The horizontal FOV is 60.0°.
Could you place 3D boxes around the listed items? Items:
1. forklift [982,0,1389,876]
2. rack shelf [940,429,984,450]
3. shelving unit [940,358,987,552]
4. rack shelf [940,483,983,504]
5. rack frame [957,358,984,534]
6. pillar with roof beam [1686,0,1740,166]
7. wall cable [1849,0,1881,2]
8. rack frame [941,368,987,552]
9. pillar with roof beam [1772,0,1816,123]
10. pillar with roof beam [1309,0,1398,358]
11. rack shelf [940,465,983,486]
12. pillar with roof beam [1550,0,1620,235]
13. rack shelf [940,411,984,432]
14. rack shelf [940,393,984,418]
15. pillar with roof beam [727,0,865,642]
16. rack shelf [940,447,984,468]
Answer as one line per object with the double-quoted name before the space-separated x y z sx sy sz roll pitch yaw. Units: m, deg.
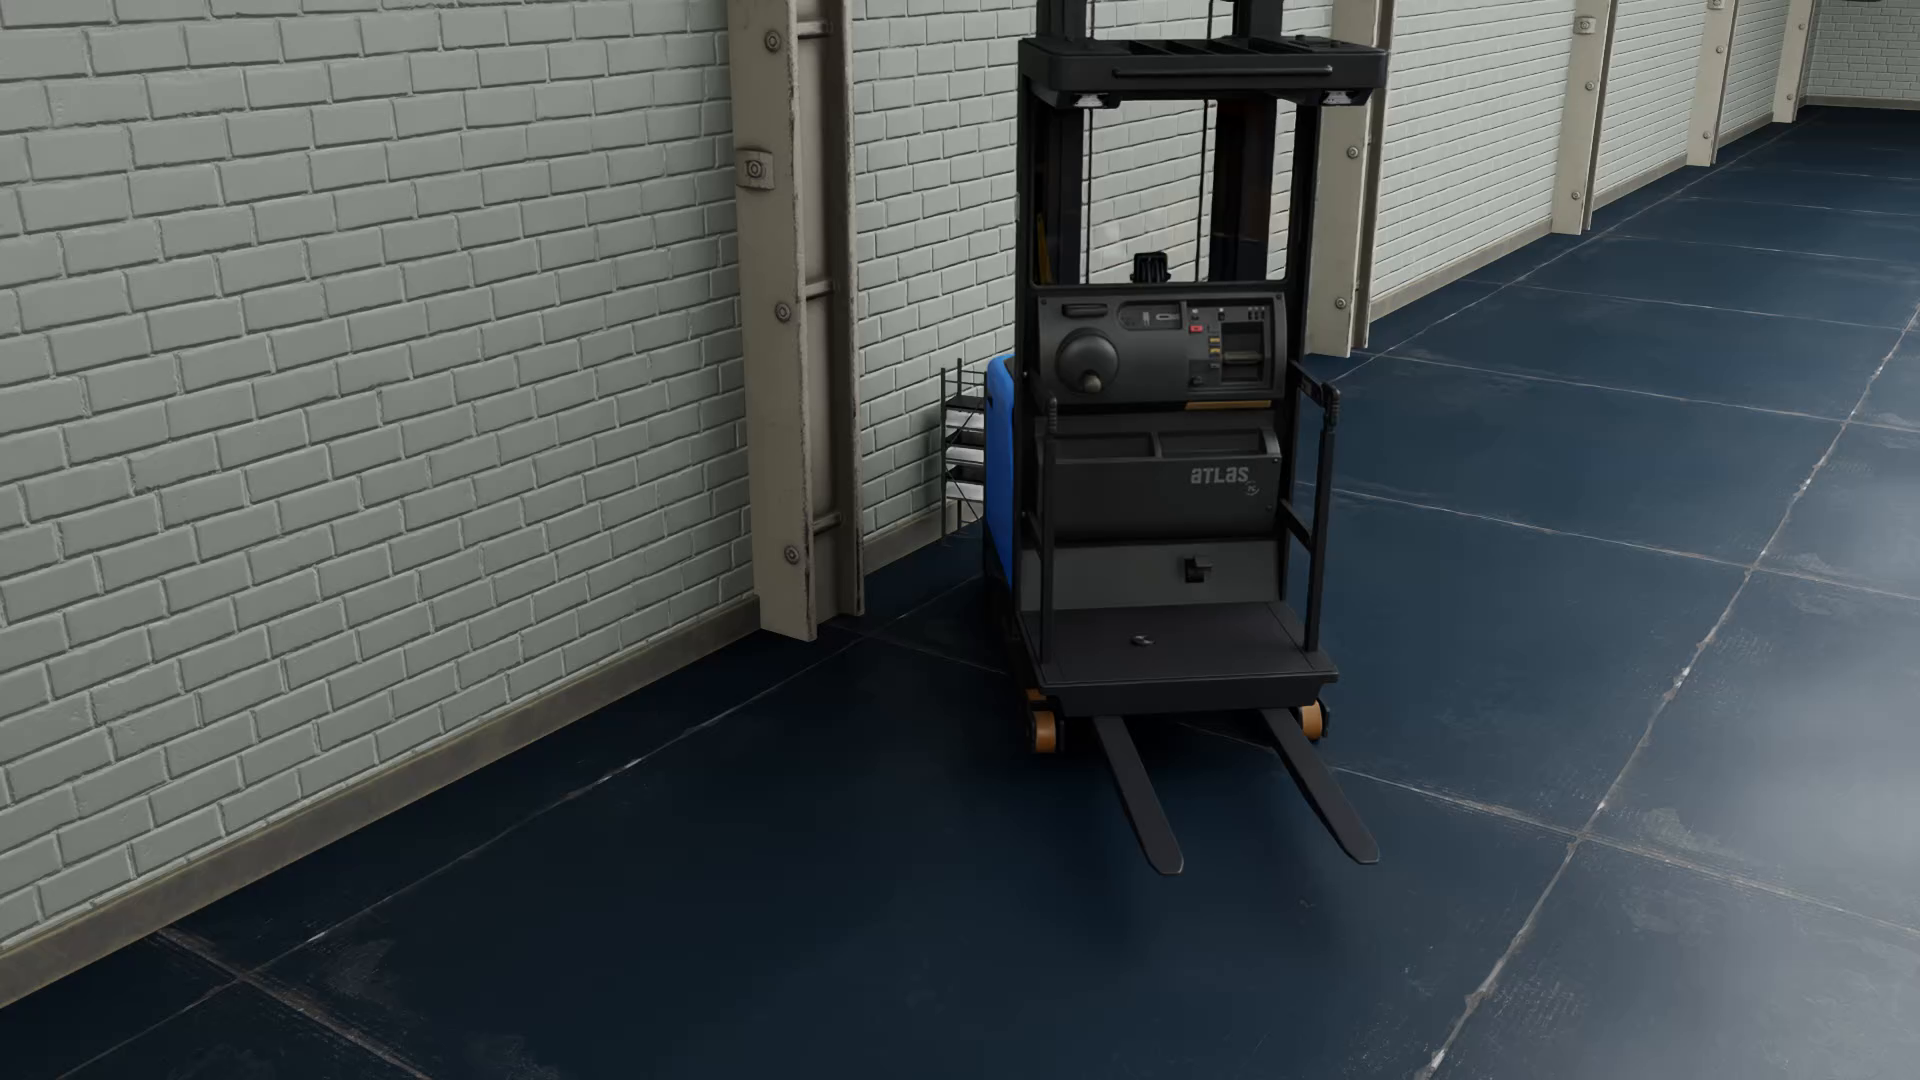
"forklift" 0.773 -0.707 5.952 1.130 2.935 3.031 -2 20 -6
"rack shelf" 0.060 -0.464 8.058 0.258 0.077 0.200 8 22 21
"shelving unit" 0.060 -0.411 8.077 0.258 0.900 0.210 8 22 21
"rack shelf" 0.060 -0.210 8.151 0.258 0.077 0.200 8 22 21
"rack frame" 0.099 -0.443 8.166 0.240 0.900 0.006 8 22 21
"pillar with roof beam" 13.022 -8.197 17.454 9.100 9.000 0.400 13 24 32
"wall cable" 15.584 -9.889 26.505 3.097 2.526 0.112 13 24 32
"rack frame" 0.021 -0.378 7.989 0.240 0.900 0.006 8 22 21
"pillar with roof beam" 16.395 -9.919 22.108 9.100 9.000 0.400 13 24 32
"pillar with roof beam" 6.276 -4.754 8.146 9.100 9.000 0.400 13 24 32
"rack shelf" 0.060 -0.295 8.120 0.258 0.077 0.200 8 22 21
"pillar with roof beam" 9.649 -6.476 12.800 9.100 9.000 0.400 13 24 32
"rack shelf" 0.060 -0.548 8.027 0.258 0.077 0.200 8 22 21
"rack shelf" 0.060 -0.633 7.996 0.258 0.077 0.200 8 22 21
"pillar with roof beam" 2.903 -3.033 3.492 9.100 9.000 0.400 13 24 32
"rack shelf" 0.060 -0.379 8.089 0.258 0.077 0.200 8 22 21
